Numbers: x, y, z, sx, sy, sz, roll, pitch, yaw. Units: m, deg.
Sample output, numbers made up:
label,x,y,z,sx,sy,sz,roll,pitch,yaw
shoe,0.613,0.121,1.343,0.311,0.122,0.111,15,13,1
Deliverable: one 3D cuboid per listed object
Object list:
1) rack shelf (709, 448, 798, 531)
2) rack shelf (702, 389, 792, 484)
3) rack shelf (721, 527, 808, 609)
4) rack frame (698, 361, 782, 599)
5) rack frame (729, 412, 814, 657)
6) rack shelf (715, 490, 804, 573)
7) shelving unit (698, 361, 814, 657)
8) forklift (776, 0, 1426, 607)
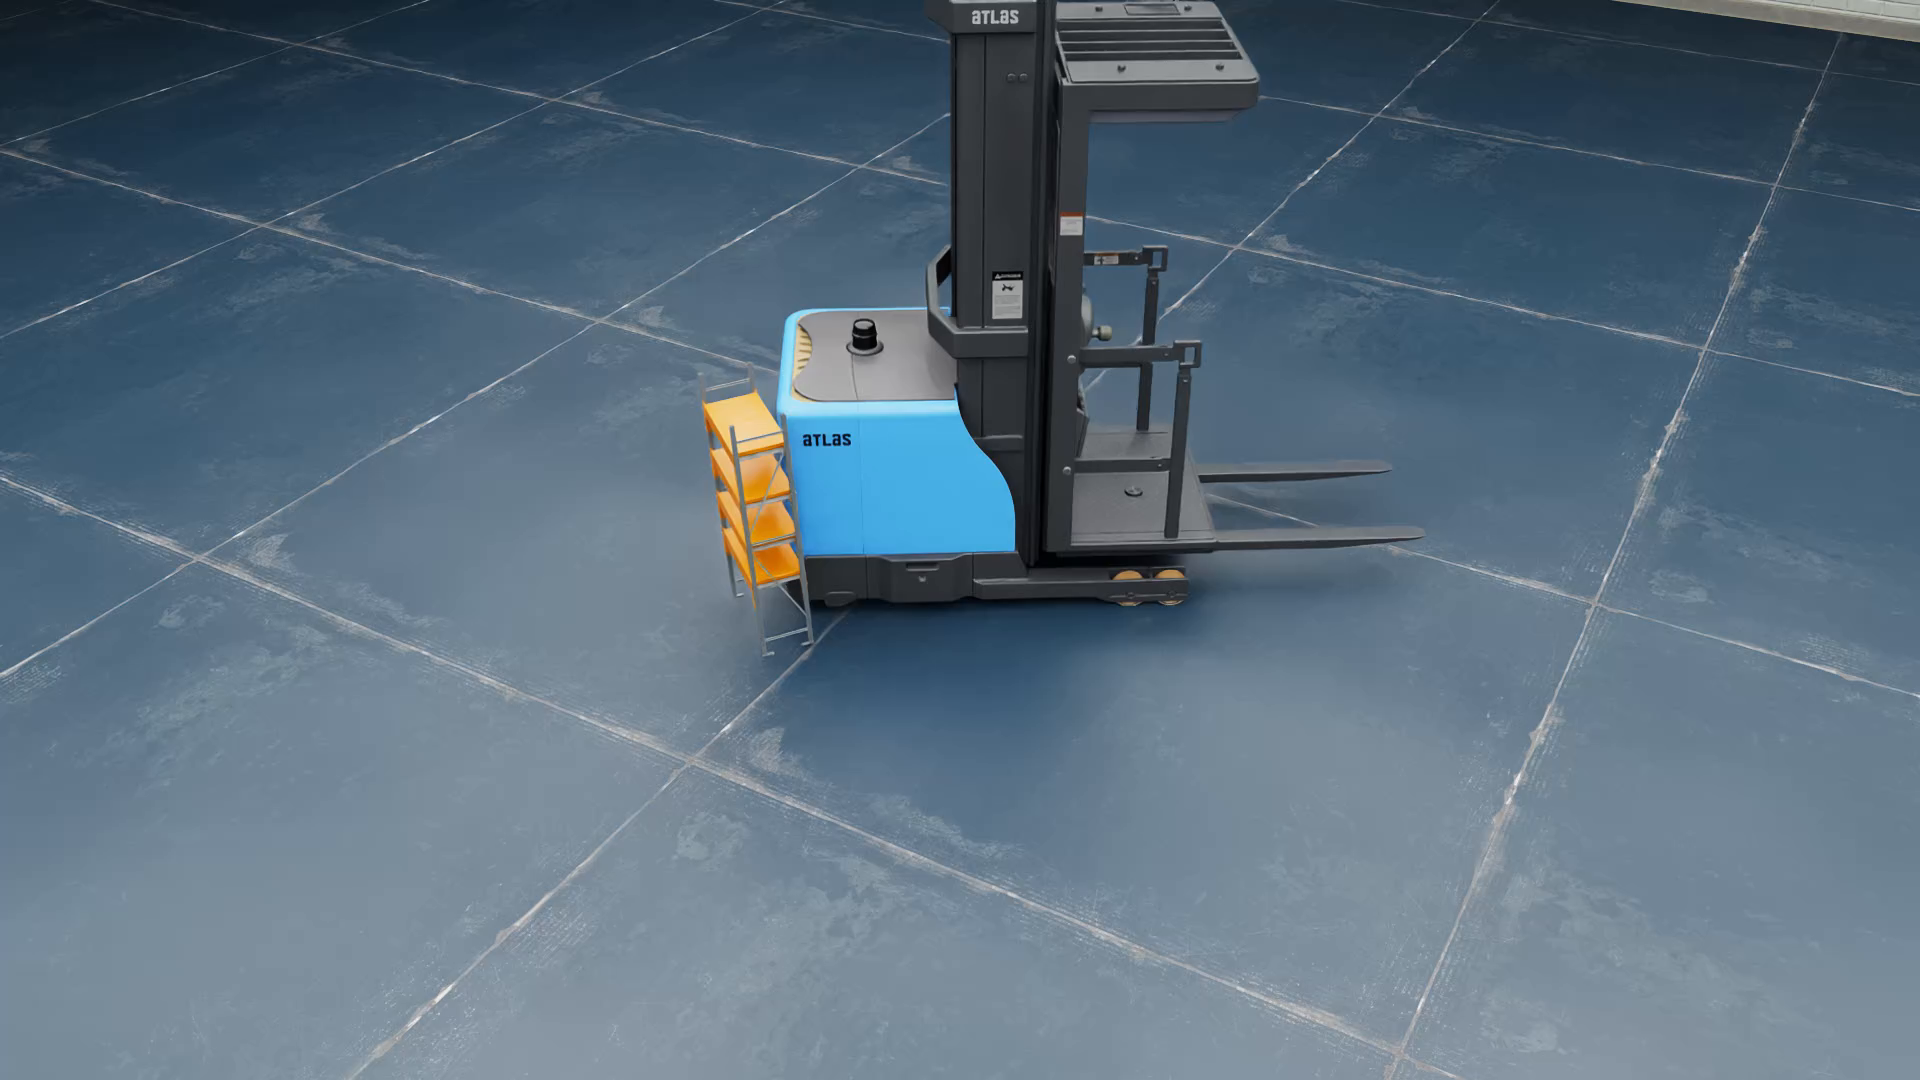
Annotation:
label,x,y,z,sx,sy,sz,roll,pitch,yaw
rack shelf,-0.902,-0.254,7.256,0.258,0.148,0.480,-15,36,-17
rack shelf,-0.913,-0.448,7.121,0.258,0.148,0.480,-15,36,-17
rack shelf,-0.883,0.093,7.496,0.258,0.148,0.480,-15,36,-17
rack frame,-0.988,-0.251,7.533,0.240,1.200,0.015,-15,36,-17
rack frame,-0.803,-0.001,7.157,0.240,1.200,0.015,-15,36,-17
rack shelf,-0.892,-0.070,7.383,0.258,0.148,0.480,-15,36,-17
shelving unit,-0.895,-0.126,7.345,0.258,1.200,0.503,-15,36,-17
forklift,0.683,-1.203,7.413,3.031,2.935,1.130,-1,34,-2
